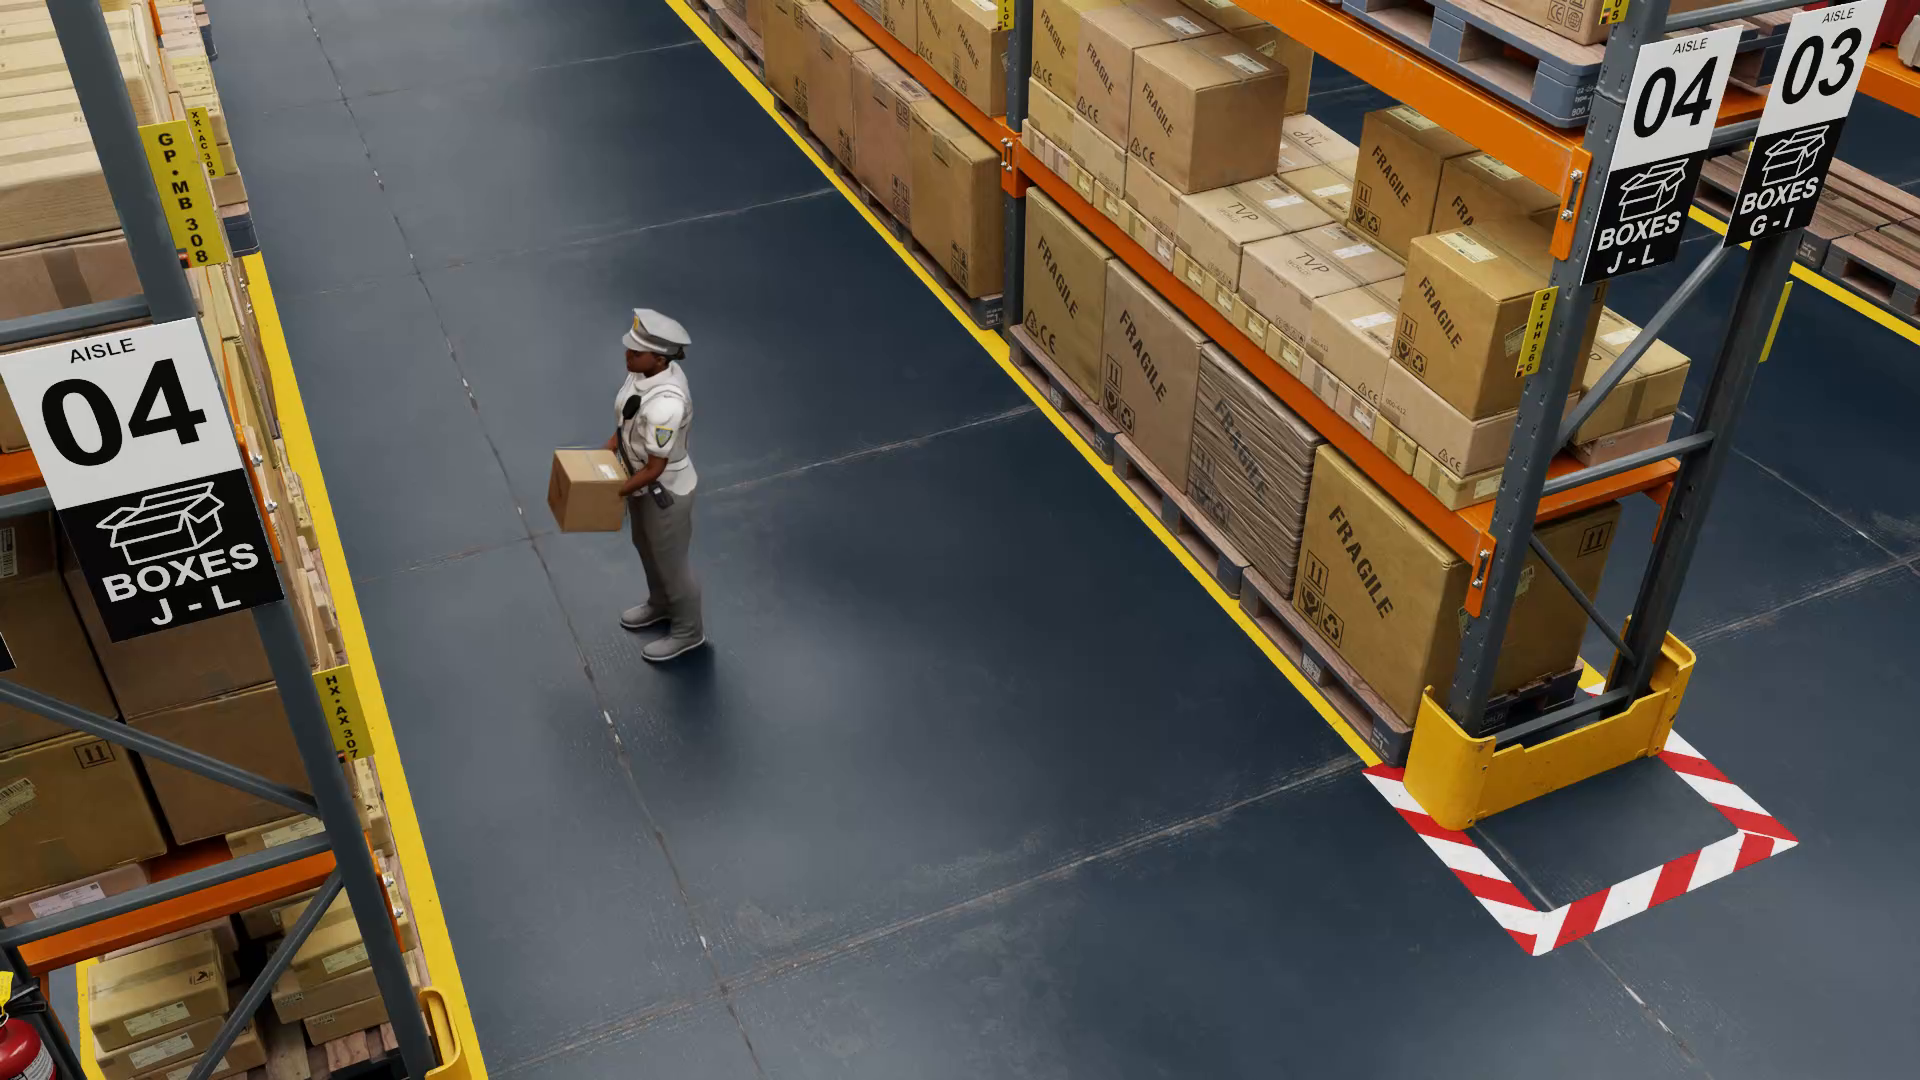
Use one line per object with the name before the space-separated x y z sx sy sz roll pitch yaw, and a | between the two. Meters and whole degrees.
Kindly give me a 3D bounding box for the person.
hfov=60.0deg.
person | -1.346 -0.221 7.108 0.519 1.702 0.461 -11 39 -14
